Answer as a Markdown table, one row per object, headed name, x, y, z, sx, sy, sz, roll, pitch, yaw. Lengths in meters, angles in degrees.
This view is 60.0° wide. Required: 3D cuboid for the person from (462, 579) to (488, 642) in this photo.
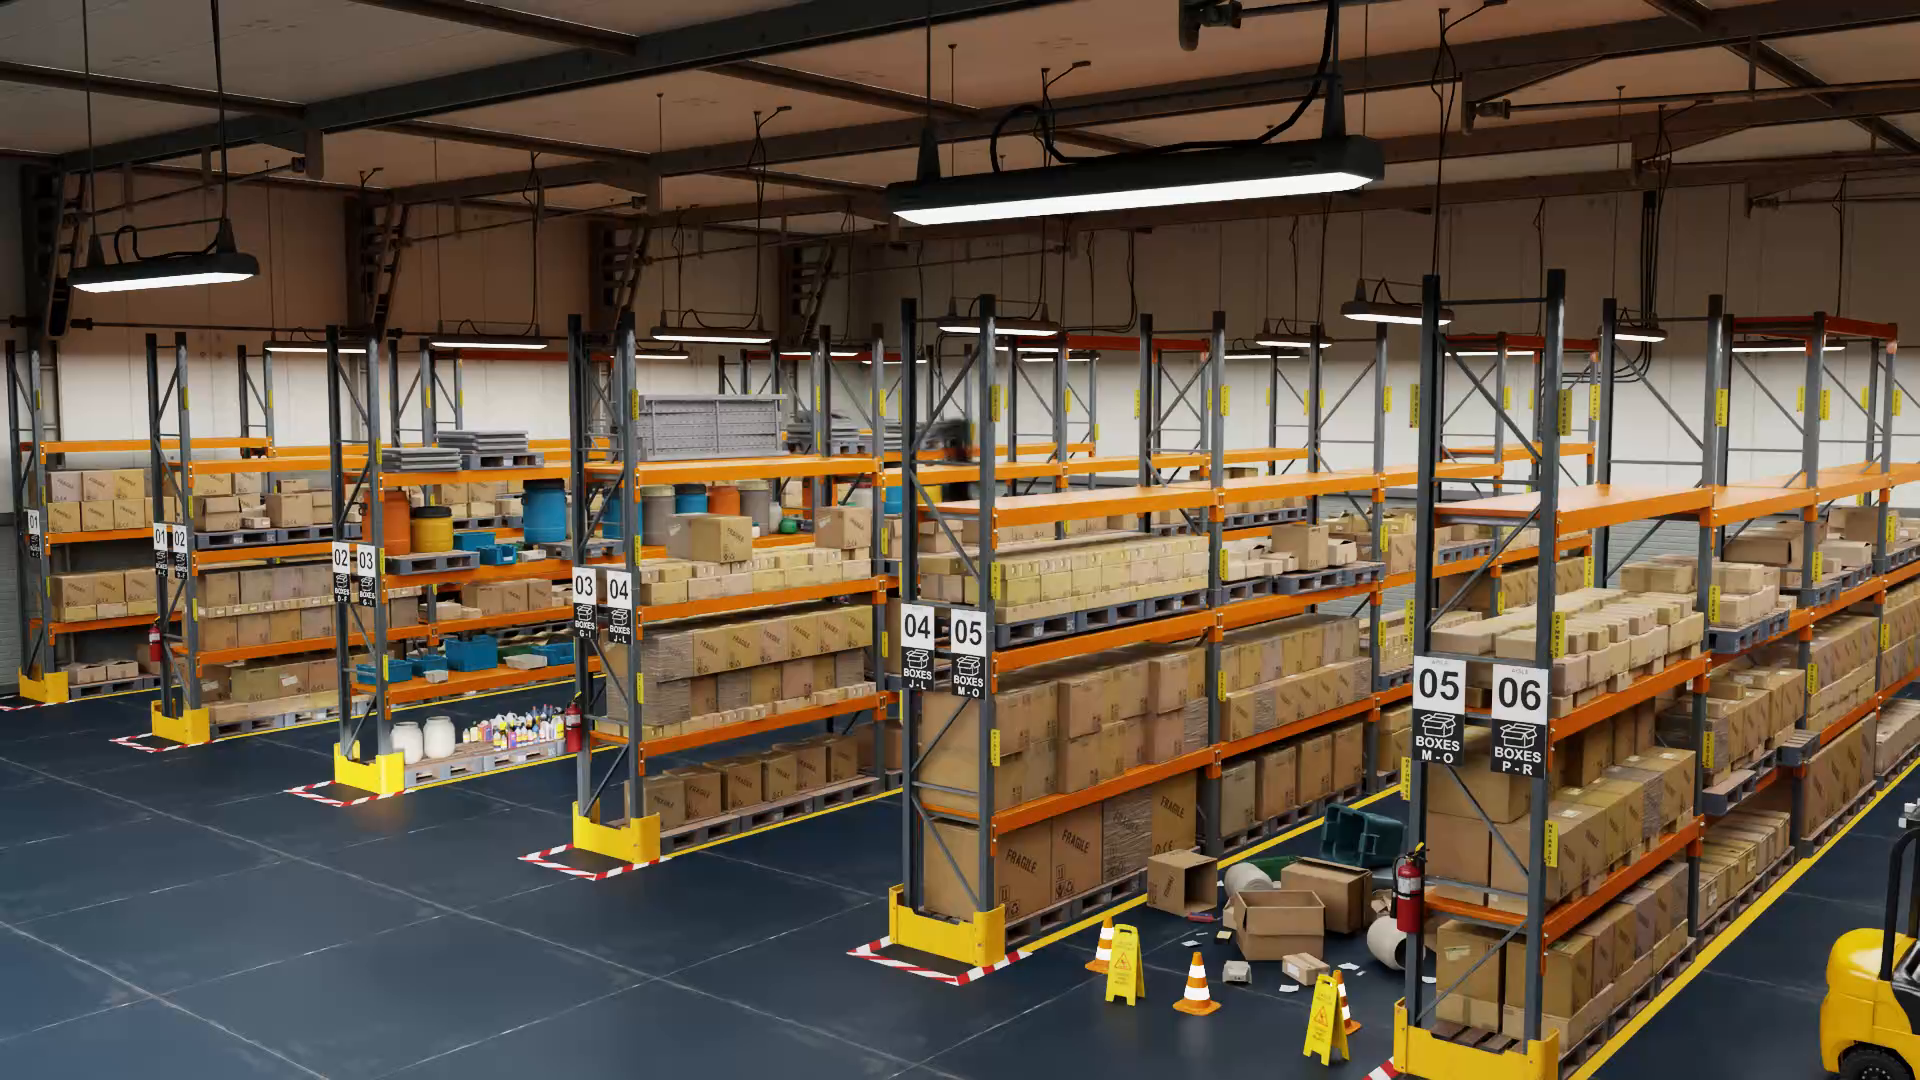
| name | x | y | z | sx | sy | sz | roll | pitch | yaw |
| --- | --- | --- | --- | --- | --- | --- | --- | --- | --- |
| person | -8.935 | 1.517 | 31.030 | 0.709 | 1.732 | 0.850 | 3 | 6 | 31 |
